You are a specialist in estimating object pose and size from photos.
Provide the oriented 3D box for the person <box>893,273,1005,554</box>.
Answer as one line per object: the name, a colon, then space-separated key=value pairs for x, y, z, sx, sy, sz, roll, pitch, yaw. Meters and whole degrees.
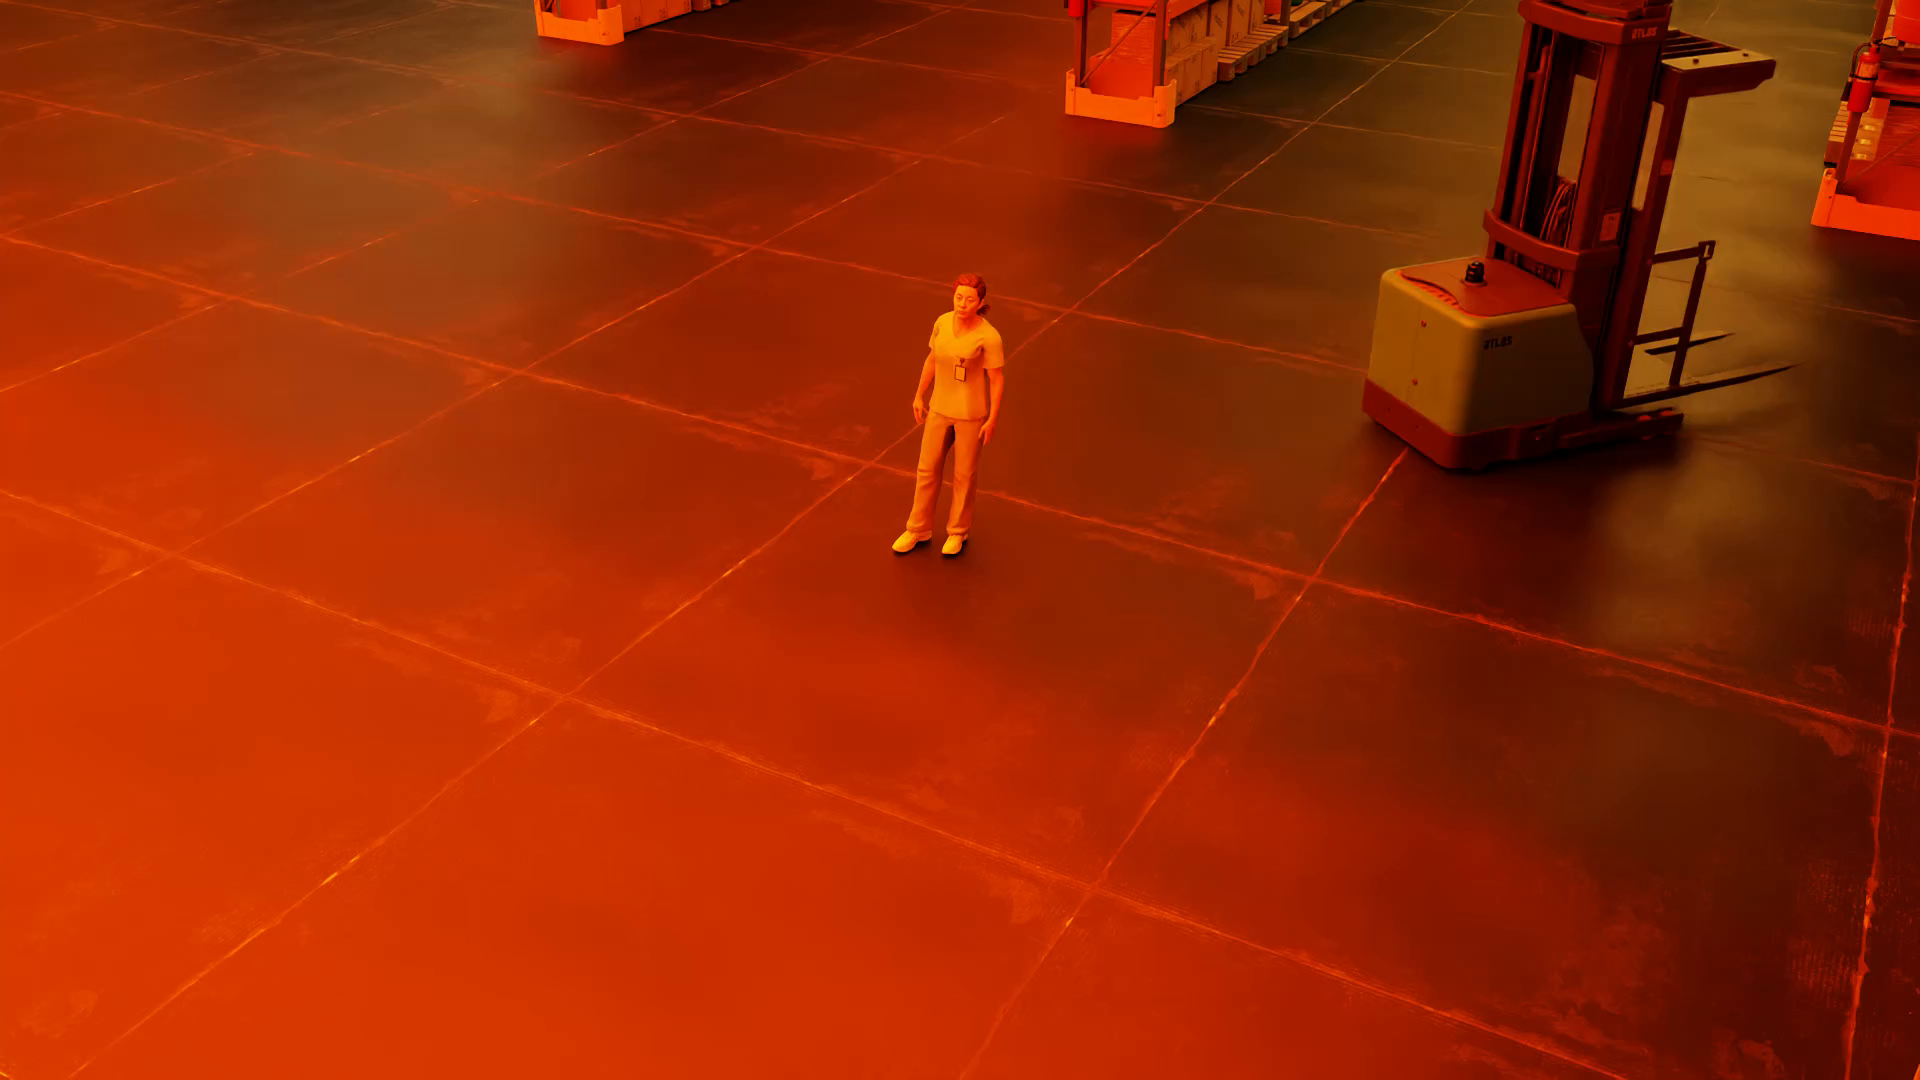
person: x=-0.048 y=-0.703 z=9.530 sx=0.549 sy=1.673 sz=0.548 roll=15 pitch=33 yaw=25

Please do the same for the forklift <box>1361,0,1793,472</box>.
forklift: x=4.324 y=-2.172 z=10.834 sx=3.031 sy=2.935 sz=1.130 roll=-11 pitch=32 yaw=-19
